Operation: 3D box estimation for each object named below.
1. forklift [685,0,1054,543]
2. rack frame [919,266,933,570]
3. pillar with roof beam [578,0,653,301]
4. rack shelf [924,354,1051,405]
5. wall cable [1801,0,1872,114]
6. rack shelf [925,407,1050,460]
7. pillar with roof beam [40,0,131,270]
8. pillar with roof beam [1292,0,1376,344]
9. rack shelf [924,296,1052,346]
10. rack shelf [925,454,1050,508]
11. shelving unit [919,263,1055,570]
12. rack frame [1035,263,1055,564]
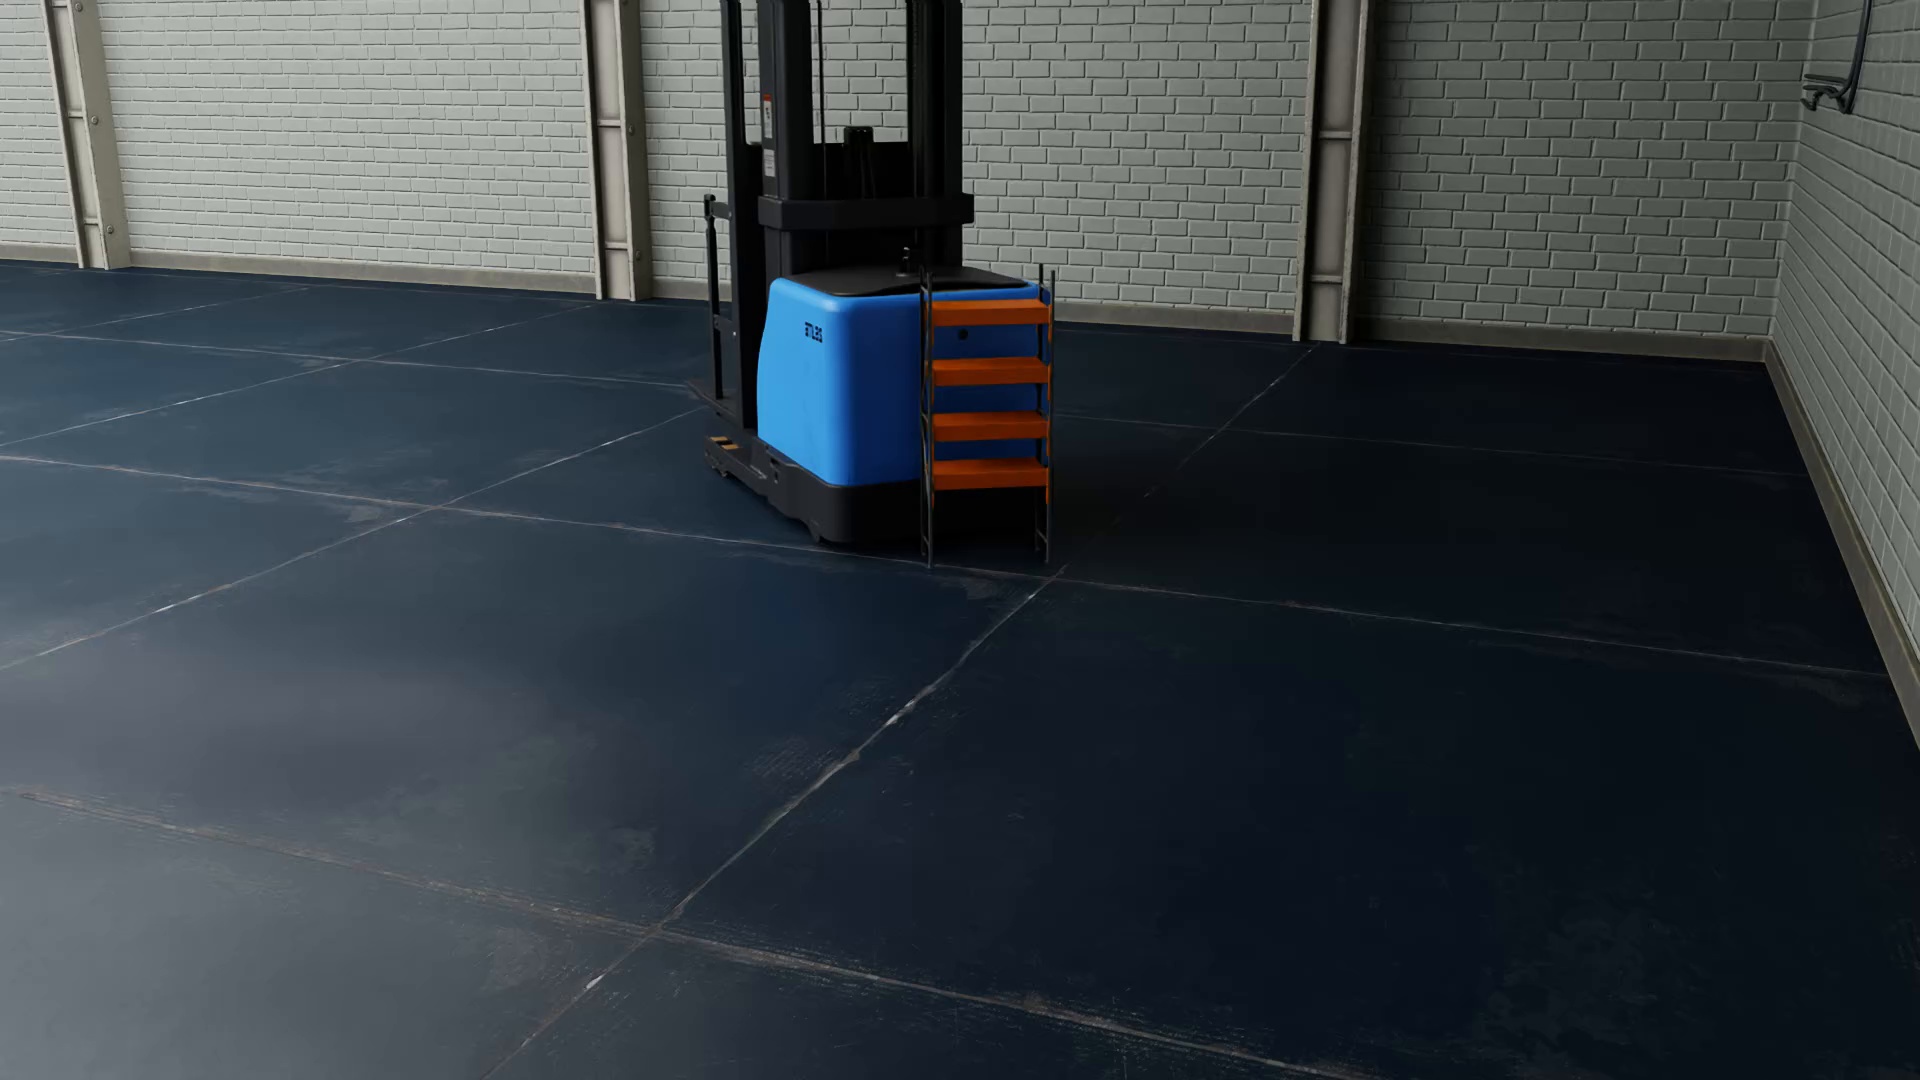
[{"bbox_3d":[-0.652,-1.760,7.980,1.130,2.935,3.031,-7,18,-23],"label":"forklift"},{"bbox_3d":[-0.136,-0.486,6.697,0.015,1.200,0.240,-3,16,-9],"label":"rack frame"},{"bbox_3d":[-4.477,-5.304,9.304,0.400,9.000,9.100,6,17,21],"label":"pillar with roof beam"},{"bbox_3d":[0.105,-0.648,6.693,0.480,0.148,0.258,-3,16,-9],"label":"rack shelf"},{"bbox_3d":[4.939,-3.671,9.249,0.112,2.526,3.097,6,17,21],"label":"wall cable"},{"bbox_3d":[0.105,-0.433,6.755,0.480,0.148,0.258,-3,16,-9],"label":"rack shelf"},{"bbox_3d":[-10.059,-5.918,11.418,0.400,9.000,9.100,6,17,21],"label":"pillar with roof beam"},{"bbox_3d":[1.105,-4.690,7.189,0.400,9.000,9.100,6,17,21],"label":"pillar with roof beam"},{"bbox_3d":[0.105,-0.875,6.627,0.480,0.148,0.258,-3,16,-9],"label":"rack shelf"},{"bbox_3d":[0.105,-0.242,6.810,0.480,0.148,0.258,-3,16,-9],"label":"rack shelf"},{"bbox_3d":[0.105,-0.498,6.736,0.503,1.200,0.258,-3,16,-9],"label":"shelving unit"},{"bbox_3d":[0.345,-0.509,6.775,0.015,1.200,0.240,-3,16,-9],"label":"rack frame"}]
